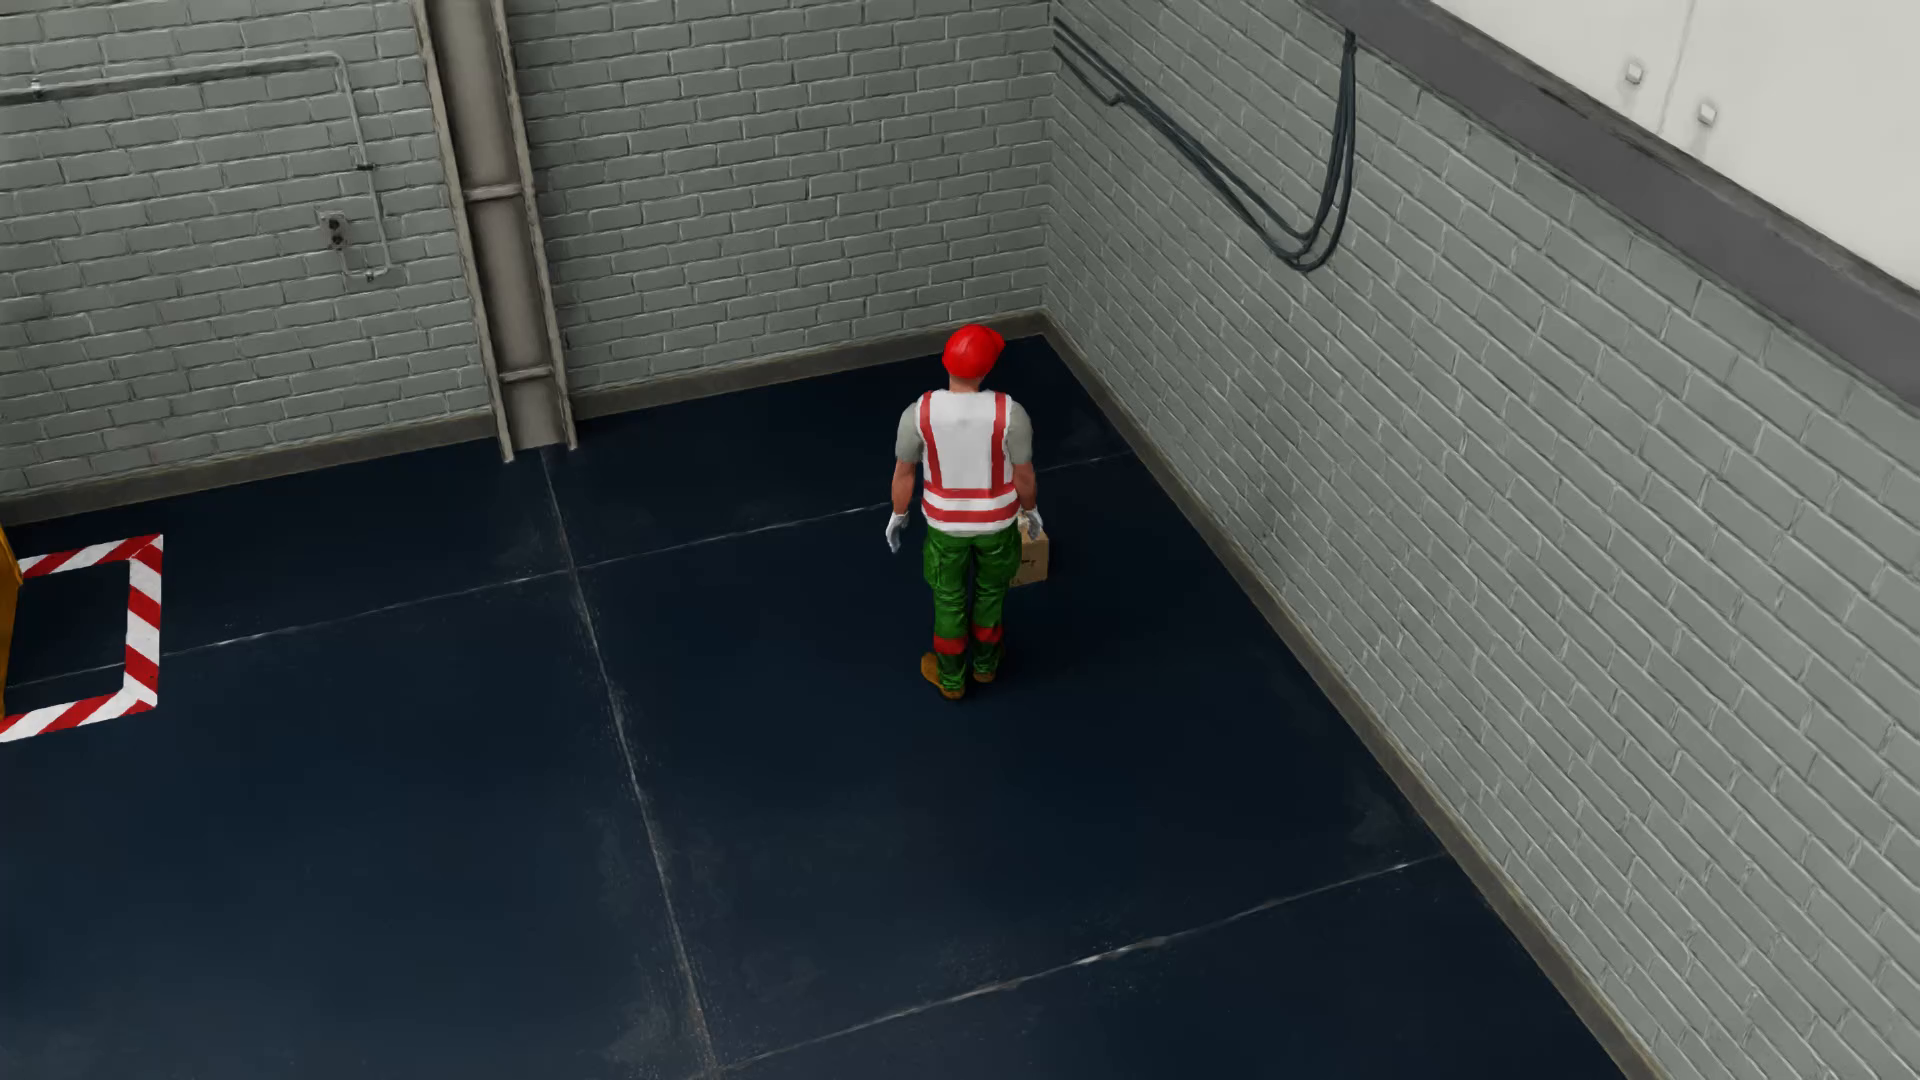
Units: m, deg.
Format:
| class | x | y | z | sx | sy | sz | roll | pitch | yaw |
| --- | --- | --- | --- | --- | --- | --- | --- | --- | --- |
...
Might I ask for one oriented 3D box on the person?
| class | x | y | z | sx | sy | sz | roll | pitch | yaw |
| --- | --- | --- | --- | --- | --- | --- | --- | --- | --- |
| person | 0.020 | -0.127 | 6.887 | 0.648 | 1.791 | 0.428 | 1 | 37 | 1 |
